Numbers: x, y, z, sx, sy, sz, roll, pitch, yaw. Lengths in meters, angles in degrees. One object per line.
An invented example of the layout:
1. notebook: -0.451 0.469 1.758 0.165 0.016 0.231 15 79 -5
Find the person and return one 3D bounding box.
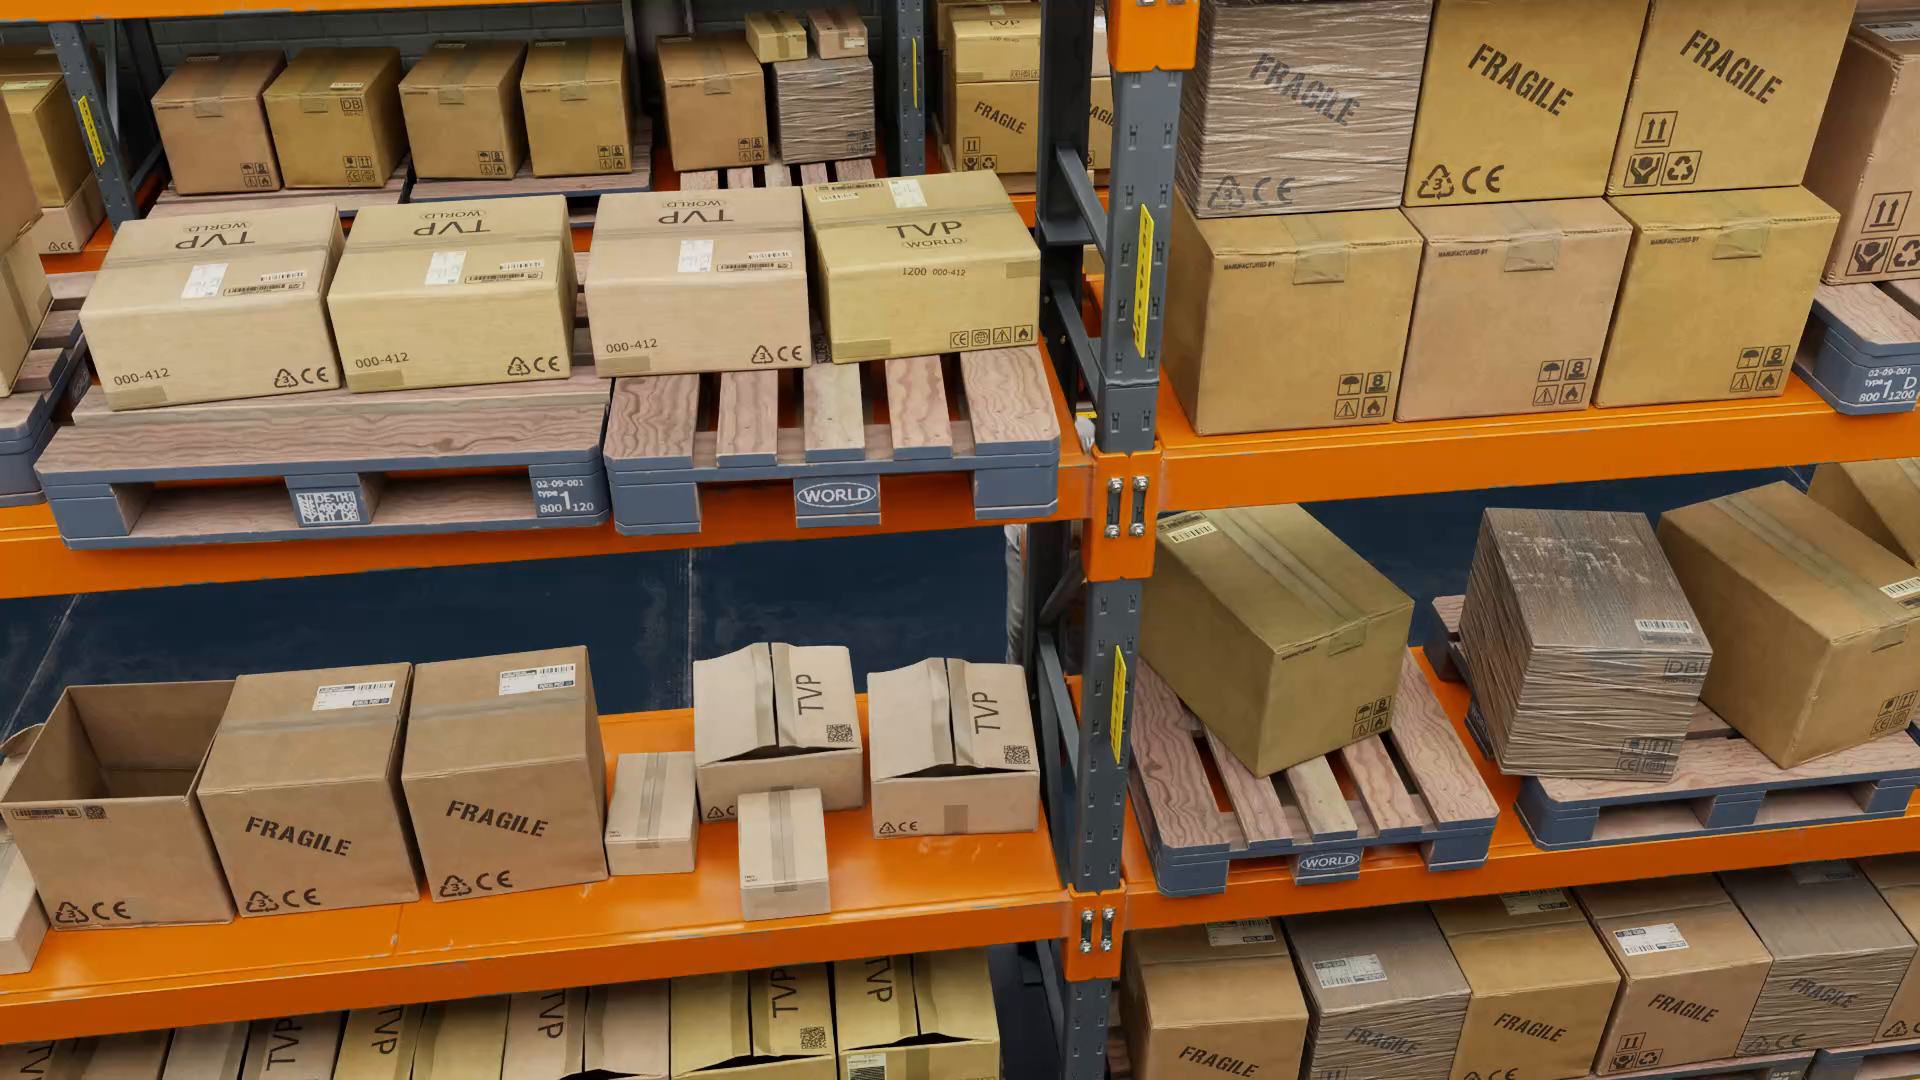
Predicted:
1. person: 0.434 0.092 7.082 0.452 1.594 0.654 -5 35 -7
